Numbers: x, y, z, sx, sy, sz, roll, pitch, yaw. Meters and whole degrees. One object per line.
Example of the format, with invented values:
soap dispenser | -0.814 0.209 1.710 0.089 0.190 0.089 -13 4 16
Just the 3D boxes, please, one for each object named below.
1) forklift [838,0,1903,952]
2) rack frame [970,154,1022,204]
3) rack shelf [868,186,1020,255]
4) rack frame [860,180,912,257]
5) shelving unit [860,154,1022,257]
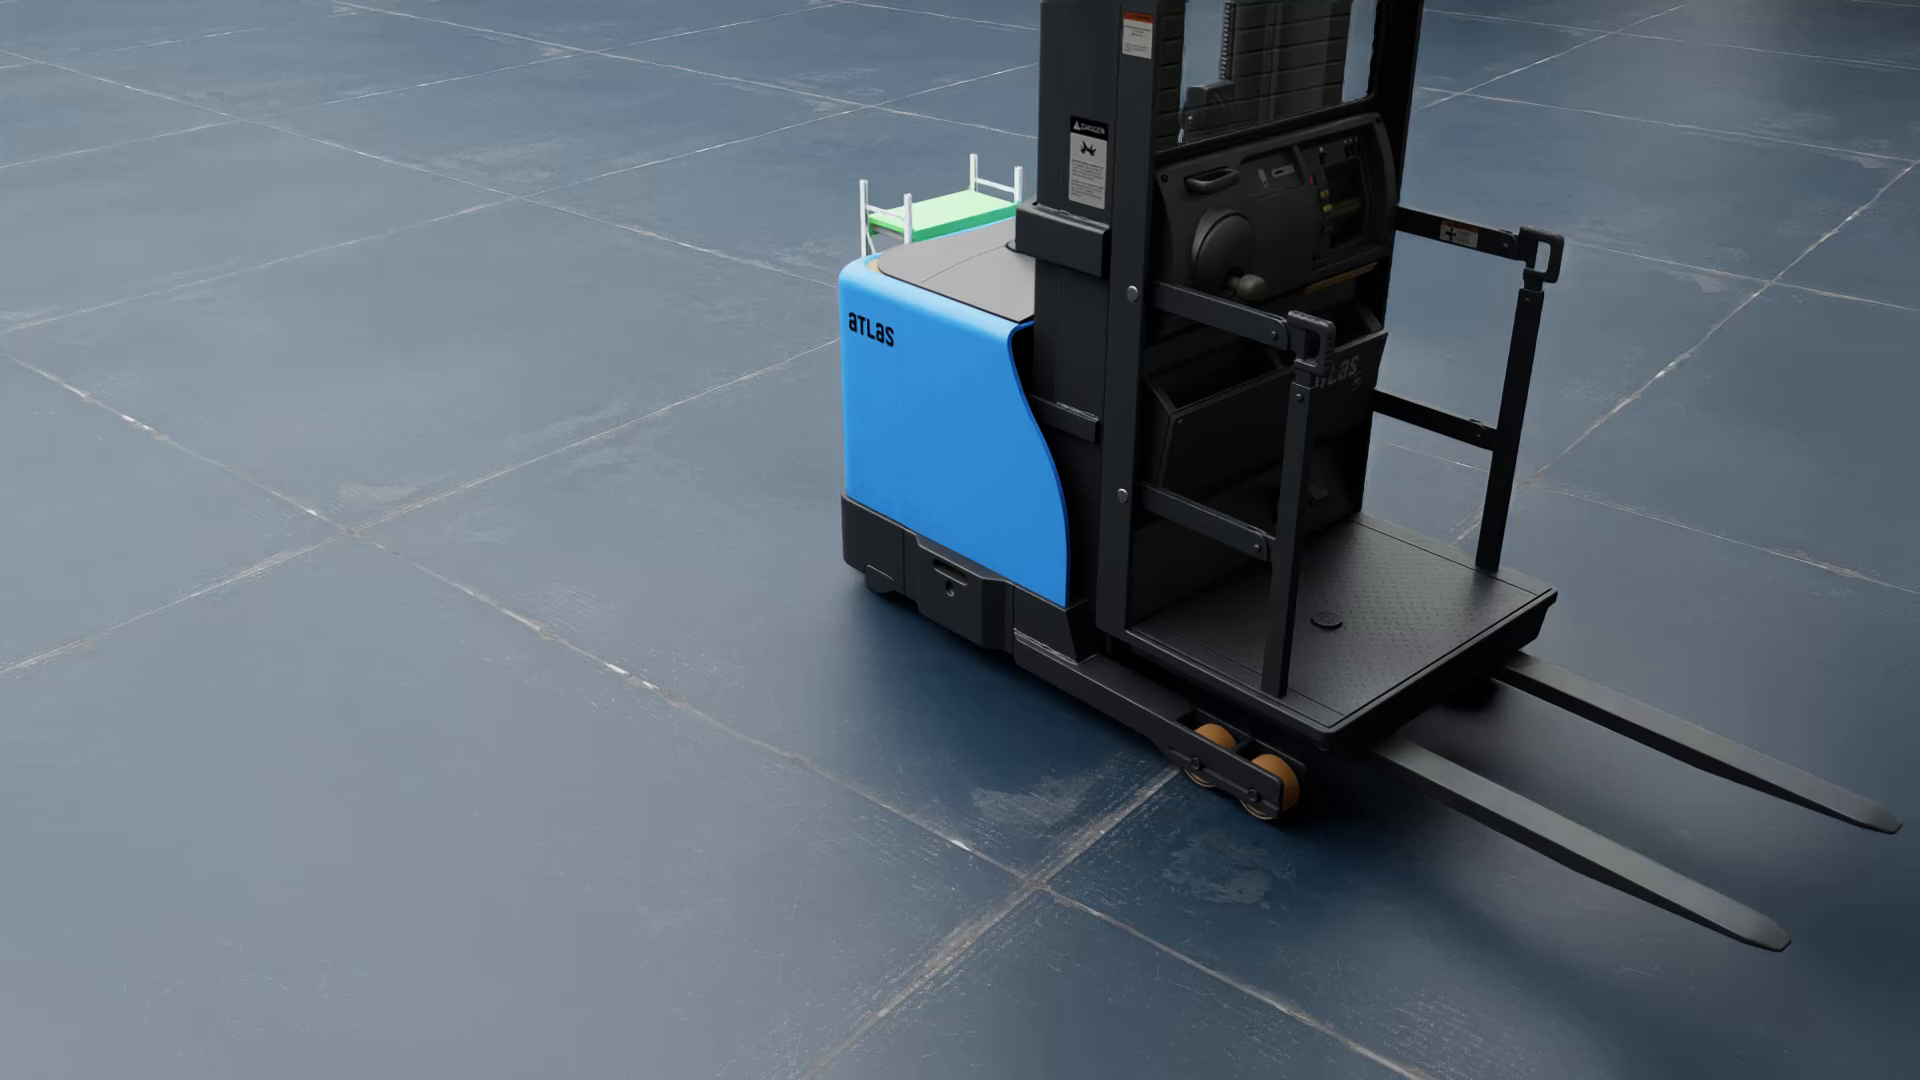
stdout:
forklift | 0.980 -0.839 4.181 1.130 2.935 3.031 -23 35 -37
rack frame | 0.122 -0.745 5.884 0.015 1.200 0.240 -23 35 -37
rack shelf | -0.058 -1.039 5.547 0.480 0.148 0.258 -23 35 -37
rack frame | -0.238 -0.594 5.591 0.015 1.200 0.240 -23 35 -37
shelving unit | -0.058 -0.669 5.738 0.503 1.200 0.258 -23 35 -37
